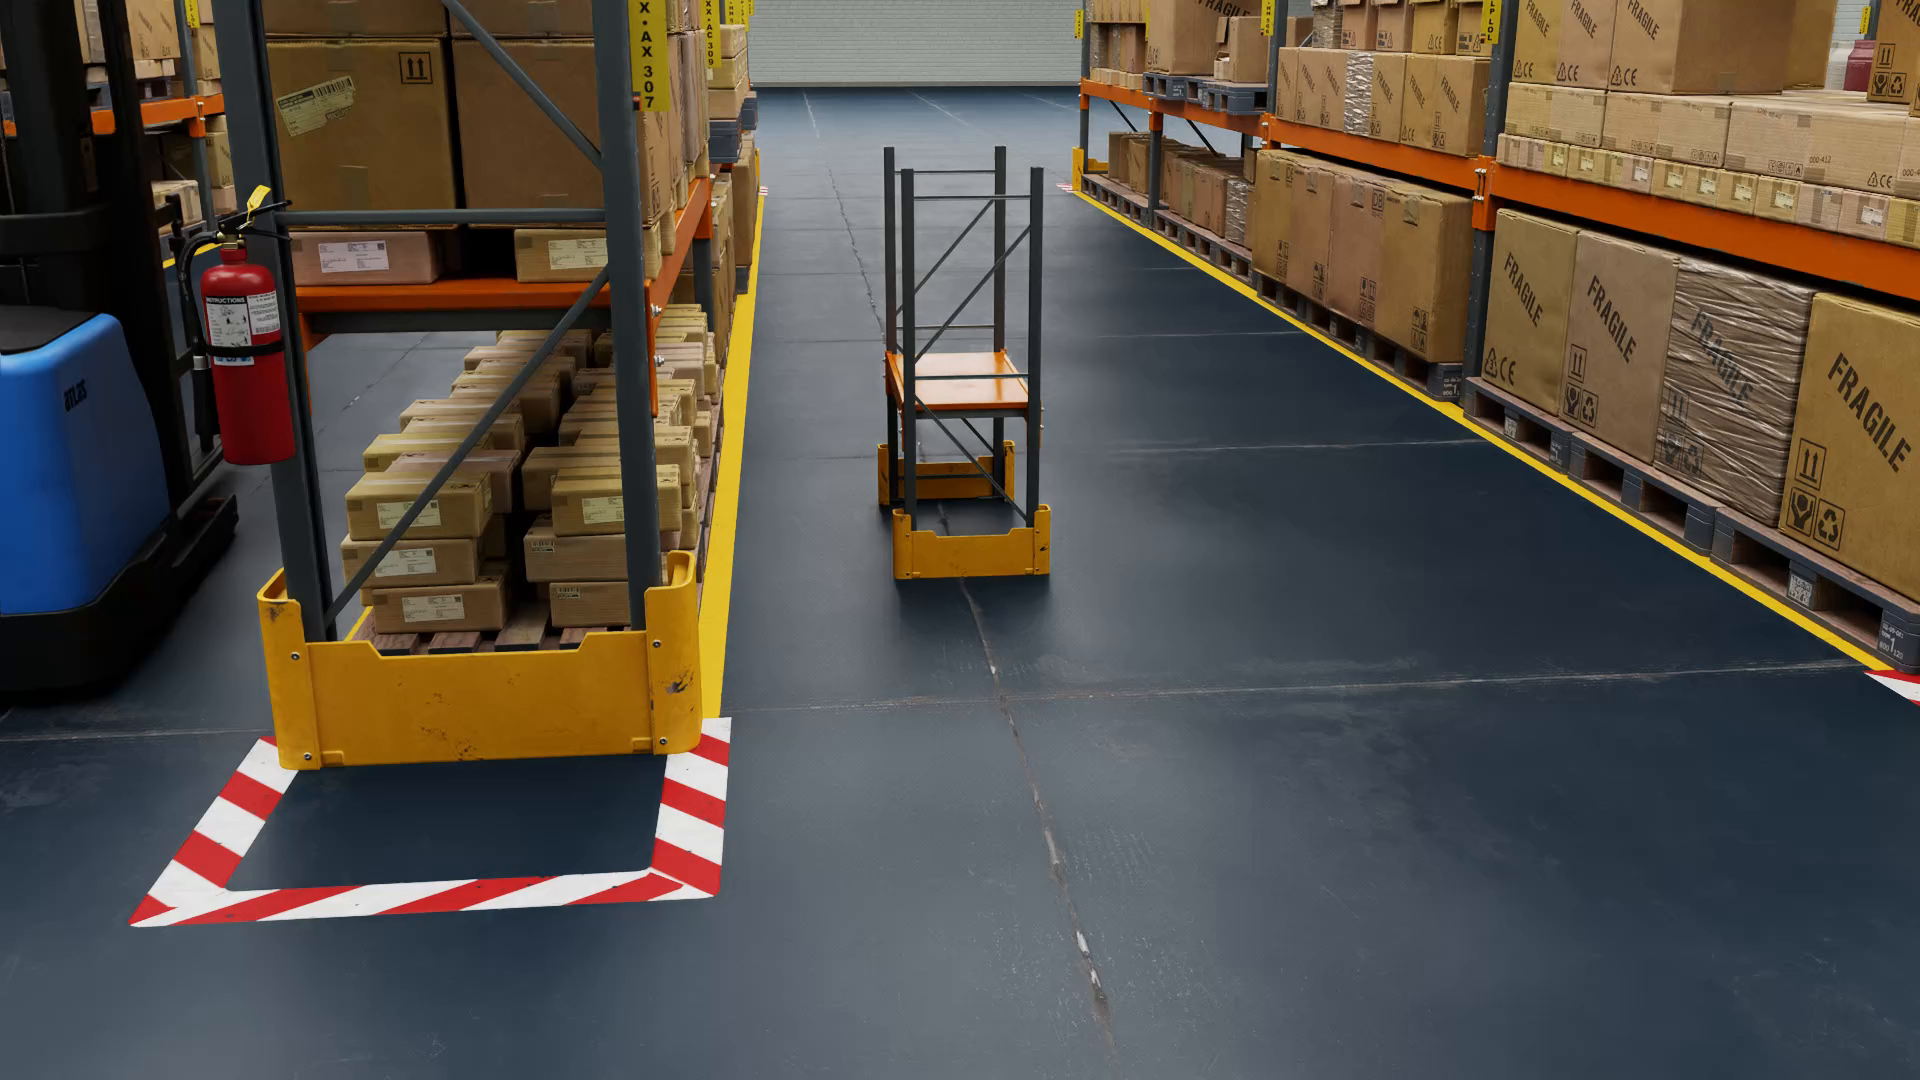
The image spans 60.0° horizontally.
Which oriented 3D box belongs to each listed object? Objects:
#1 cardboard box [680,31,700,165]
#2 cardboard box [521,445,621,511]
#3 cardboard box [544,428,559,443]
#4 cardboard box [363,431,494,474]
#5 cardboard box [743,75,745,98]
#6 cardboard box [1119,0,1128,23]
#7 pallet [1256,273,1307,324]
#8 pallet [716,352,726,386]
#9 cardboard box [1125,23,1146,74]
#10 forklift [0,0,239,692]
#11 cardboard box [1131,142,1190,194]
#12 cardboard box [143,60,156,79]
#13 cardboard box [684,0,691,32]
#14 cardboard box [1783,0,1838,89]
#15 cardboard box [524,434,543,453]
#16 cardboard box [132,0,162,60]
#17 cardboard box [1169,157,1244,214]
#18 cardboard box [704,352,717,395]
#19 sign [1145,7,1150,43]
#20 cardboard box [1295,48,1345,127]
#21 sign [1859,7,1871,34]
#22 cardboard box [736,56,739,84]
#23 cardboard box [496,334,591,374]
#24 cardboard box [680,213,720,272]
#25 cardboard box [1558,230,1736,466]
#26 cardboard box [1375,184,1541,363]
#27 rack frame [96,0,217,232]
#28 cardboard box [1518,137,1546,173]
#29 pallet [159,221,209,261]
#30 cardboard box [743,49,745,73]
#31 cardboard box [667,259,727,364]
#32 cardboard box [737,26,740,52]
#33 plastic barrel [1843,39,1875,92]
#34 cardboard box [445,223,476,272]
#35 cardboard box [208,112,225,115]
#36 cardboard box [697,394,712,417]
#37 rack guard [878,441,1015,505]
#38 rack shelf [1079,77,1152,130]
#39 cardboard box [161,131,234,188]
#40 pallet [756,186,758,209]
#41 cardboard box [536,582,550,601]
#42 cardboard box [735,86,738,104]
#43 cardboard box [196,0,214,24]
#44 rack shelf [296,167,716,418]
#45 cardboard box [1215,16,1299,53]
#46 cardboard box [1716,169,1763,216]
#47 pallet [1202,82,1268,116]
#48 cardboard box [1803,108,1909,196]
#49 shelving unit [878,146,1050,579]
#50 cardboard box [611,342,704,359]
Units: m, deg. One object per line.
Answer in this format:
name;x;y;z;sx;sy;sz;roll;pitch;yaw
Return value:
cardboard box;-1.318;-1.777;6.666;0.500;0.500;0.500;-2;18;-6
cardboard box;-1.202;-0.203;5.381;0.380;0.149;0.250;-1;17;-5
cardboard box;-1.859;-0.362;6.881;0.380;0.149;0.250;-2;18;-7
cardboard box;-1.767;-0.258;5.555;0.380;0.149;0.250;-2;18;-7
cardboard box;-1.553;-2.860;10.497;0.380;0.149;0.250;-3;18;-8
cardboard box;1.944;-5.622;17.245;0.500;0.500;0.500;-2;18;-6
pallet;2.787;-1.773;11.972;1.003;0.211;1.213;-2;18;-6
pallet;-1.833;-0.927;9.278;1.003;0.211;1.213;-2;18;-6
cardboard box;2.215;-5.154;17.422;0.875;0.500;0.500;-2;18;-6
forklift;-3.418;-1.303;5.934;1.130;2.935;3.031;-4;18;-11
cardboard box;2.158;-4.013;17.925;0.500;0.500;0.500;-3;18;-11
cardboard box;-7.090;-4.007;14.151;0.380;0.149;0.250;-2;18;-7
cardboard box;-1.336;-2.254;6.515;0.500;0.500;0.500;-1;17;-4
cardboard box;3.554;-2.299;7.493;0.500;0.500;0.500;-2;18;-5
cardboard box;-1.806;-0.350;6.346;0.380;0.149;0.250;-1;17;-3
cardboard box;-7.161;-4.338;14.122;0.500;0.500;0.500;-2;18;-5
cardboard box;2.410;-3.366;15.829;0.700;0.500;0.500;-3;18;-10
cardboard box;-1.317;-0.764;7.665;0.380;0.149;0.250;-2;18;-8
sign;1.829;-4.926;15.915;0.100;0.325;0.005;-2;18;-6
cardboard box;2.615;-3.081;11.317;0.500;0.500;0.500;-2;18;-7
sign;11.257;-6.464;20.682;0.100;0.325;0.005;-2;18;-6
cardboard box;-1.390;-2.534;8.961;0.380;0.149;0.250;-1;17;-4
cardboard box;-1.827;-0.806;7.302;0.380;0.149;0.250;-2;18;-7
cardboard box;-1.564;-1.619;9.048;0.500;0.250;0.500;-3;18;-8
cardboard box;3.274;-0.868;7.281;0.875;0.875;0.875;-2;18;-6
cardboard box;3.107;-1.525;9.374;1.225;0.875;0.875;-2;18;-5
rack frame;-7.489;-4.226;15.130;1.000;3.000;0.127;-2;18;-6
cardboard box;2.920;-1.852;7.989;0.380;0.149;0.250;-2;18;-7
pallet;-7.407;-2.664;14.809;1.003;0.211;1.213;-2;18;-6
cardboard box;-1.575;-3.074;10.684;0.380;0.149;0.250;-2;18;-6
cardboard box;-1.563;-1.262;9.160;0.500;0.500;0.500;-1;17;-3
cardboard box;-1.443;-2.832;9.414;0.380;0.149;0.250;-2;18;-6
plastic barrel;7.358;-3.687;13.187;0.600;0.536;0.708;-2;18;-6
cardboard box;-1.641;-0.878;4.884;0.380;0.149;0.250;-2;18;-6
cardboard box;-7.290;-4.158;16.468;0.380;0.149;0.250;-1;17;-4
cardboard box;-1.336;-0.603;7.648;0.380;0.149;0.250;-2;18;-7
rack guard;-0.059;-0.290;7.185;0.587;0.250;0.087;-2;18;-6
rack shelf;2.162;-4.785;18.111;1.077;0.370;4.000;-2;18;-6
cardboard box;-7.281;-3.656;15.953;0.500;0.500;0.500;-1;17;-3
pallet;-2.706;-3.672;18.021;1.003;0.211;1.213;-2;18;-6
cardboard box;-1.182;0.084;5.459;0.380;0.149;0.250;-2;18;-6
cardboard box;-1.368;-2.320;8.778;0.380;0.149;0.250;-2;17;-5
cardboard box;-7.319;-5.031;15.360;0.700;0.500;0.500;-2;18;-6
rack shelf;-1.545;-1.087;6.331;1.077;0.370;4.000;-2;18;-6
cardboard box;2.639;-4.268;14.391;0.797;0.503;0.637;0;17;0
cardboard box;3.107;-1.315;6.276;0.380;0.149;0.250;-2;18;-5
pallet;2.601;-3.458;13.004;1.213;0.211;1.003;-2;18;-6
cardboard box;3.240;-1.315;5.611;0.500;0.250;0.500;-2;18;-7
shelving unit;-0.008;-0.738;6.525;0.587;1.500;1.083;-2;18;-6
cardboard box;-1.288;-0.745;7.108;0.380;0.149;0.250;-3;18;-8
